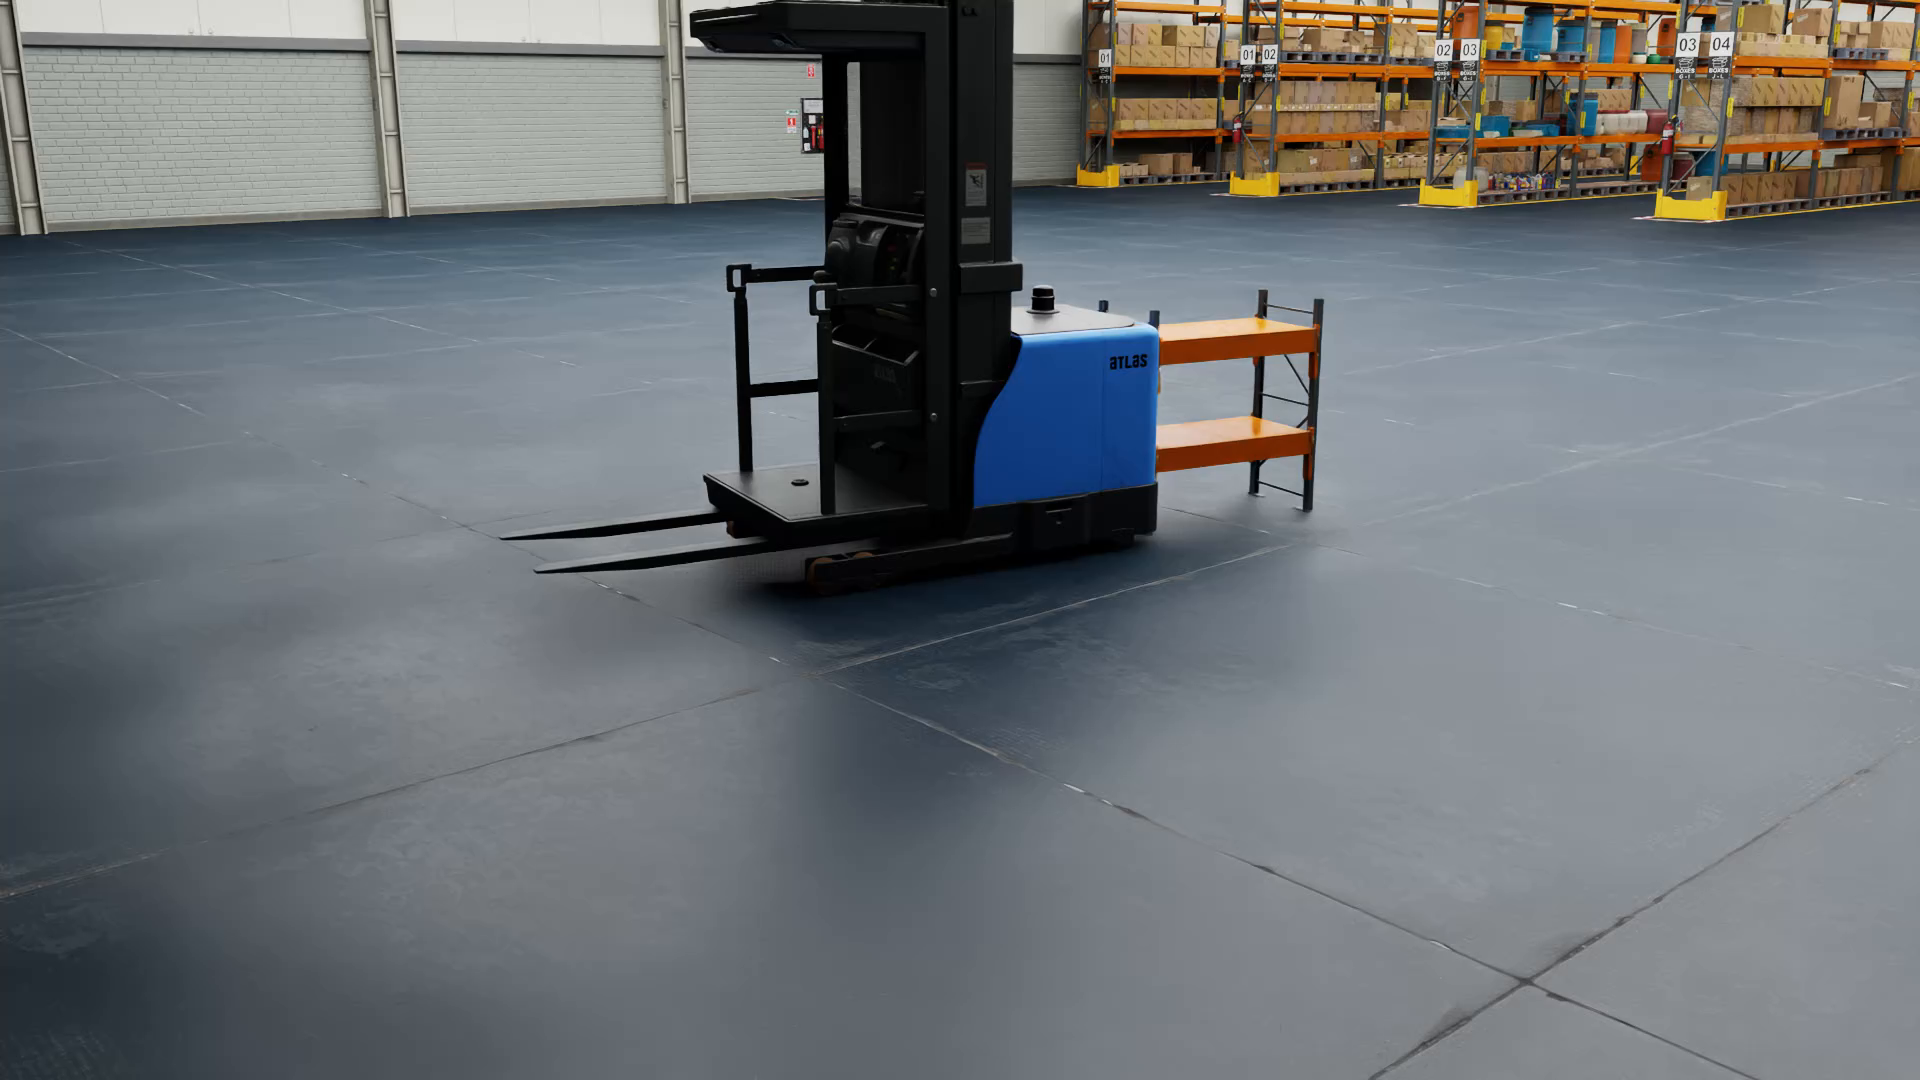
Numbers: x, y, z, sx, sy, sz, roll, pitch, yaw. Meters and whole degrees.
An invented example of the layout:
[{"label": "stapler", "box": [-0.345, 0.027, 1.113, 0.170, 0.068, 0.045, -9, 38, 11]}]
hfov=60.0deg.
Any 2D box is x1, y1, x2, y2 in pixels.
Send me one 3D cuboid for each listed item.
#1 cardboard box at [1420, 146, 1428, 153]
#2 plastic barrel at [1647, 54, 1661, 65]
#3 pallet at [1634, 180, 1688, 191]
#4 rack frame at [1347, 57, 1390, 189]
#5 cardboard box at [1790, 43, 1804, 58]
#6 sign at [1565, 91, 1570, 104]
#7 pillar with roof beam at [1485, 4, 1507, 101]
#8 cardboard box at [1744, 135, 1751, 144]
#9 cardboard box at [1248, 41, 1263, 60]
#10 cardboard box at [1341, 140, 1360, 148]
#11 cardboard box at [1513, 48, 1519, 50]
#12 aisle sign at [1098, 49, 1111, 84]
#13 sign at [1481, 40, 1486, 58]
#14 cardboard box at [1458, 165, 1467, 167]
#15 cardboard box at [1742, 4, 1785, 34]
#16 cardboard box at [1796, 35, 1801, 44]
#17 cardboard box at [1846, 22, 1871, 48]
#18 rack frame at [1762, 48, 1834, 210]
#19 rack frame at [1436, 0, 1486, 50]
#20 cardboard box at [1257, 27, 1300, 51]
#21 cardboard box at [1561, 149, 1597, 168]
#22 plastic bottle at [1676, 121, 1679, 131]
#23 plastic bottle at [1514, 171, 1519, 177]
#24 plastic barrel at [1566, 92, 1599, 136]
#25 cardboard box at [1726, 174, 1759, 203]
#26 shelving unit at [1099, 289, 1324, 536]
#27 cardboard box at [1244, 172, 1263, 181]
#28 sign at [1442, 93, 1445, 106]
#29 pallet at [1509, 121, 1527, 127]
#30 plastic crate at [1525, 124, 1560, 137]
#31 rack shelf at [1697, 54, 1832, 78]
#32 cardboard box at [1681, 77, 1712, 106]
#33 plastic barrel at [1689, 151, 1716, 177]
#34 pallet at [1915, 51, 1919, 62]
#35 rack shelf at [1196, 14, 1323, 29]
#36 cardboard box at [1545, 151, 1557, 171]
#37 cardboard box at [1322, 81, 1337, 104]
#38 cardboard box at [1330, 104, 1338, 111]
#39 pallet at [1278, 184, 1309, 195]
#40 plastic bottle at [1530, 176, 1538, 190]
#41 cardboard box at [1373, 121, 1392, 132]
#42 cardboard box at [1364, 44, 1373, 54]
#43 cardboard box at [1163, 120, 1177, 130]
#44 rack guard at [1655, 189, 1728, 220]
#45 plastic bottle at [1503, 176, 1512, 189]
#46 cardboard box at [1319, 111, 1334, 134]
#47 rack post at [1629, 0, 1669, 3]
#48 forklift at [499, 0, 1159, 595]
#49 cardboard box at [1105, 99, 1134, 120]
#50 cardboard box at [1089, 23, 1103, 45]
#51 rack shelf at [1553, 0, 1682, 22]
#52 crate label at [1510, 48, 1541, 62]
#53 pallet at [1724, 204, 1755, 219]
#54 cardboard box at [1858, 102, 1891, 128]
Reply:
[{"label": "cardboard box", "box": [13.382, -11.343, 48.933, 0.500, 0.500, 0.700, -13, 20, -40]}, {"label": "plastic barrel", "box": [15.703, -10.873, 37.630, 0.294, 0.245, 0.294, 0, 15, 0]}, {"label": "pallet", "box": [16.423, -8.345, 39.081, 1.213, 0.211, 1.003, -13, 19, -39]}, {"label": "rack frame", "box": [9.589, -9.838, 39.267, 0.127, 3.000, 1.000, -13, 19, -39]}, {"label": "cardboard box", "box": [15.135, -8.983, 30.547, 0.500, 0.250, 0.500, -13, 20, -40]}, {"label": "sign", "box": [15.991, -11.645, 43.789, 0.005, 0.325, 0.100, -13, 19, -39]}, {"label": "pillar with roof beam", "box": [19.682, -15.520, 48.916, 0.400, 9.000, 9.100, -13, 19, -39]}, {"label": "cardboard box", "box": [14.018, -7.236, 30.013, 0.250, 0.149, 0.380, -13, 19, -39]}, {"label": "cardboard box", "box": [7.730, -12.788, 43.491, 0.500, 0.500, 0.500, -14, 20, -41]}, {"label": "cardboard box", "box": [10.658, -10.889, 46.557, 0.750, 0.750, 0.750, -13, 20, -40]}, {"label": "cardboard box", "box": [13.691, -12.268, 42.358, 0.500, 0.500, 0.910, -13, 19, -39]}, {"label": "aisle sign", "box": [3.460, -11.309, 39.738, 0.004, 0.787, 0.394, -13, 19, -39]}, {"label": "sign", "box": [10.178, -9.541, 32.326, 0.005, 0.325, 0.100, -13, 19, -39]}, {"label": "cardboard box", "box": [12.370, -9.253, 41.593, 0.500, 0.250, 0.500, -12, 19, -38]}, {"label": "cardboard box", "box": [14.369, -9.312, 29.749, 0.500, 0.500, 0.500, -13, 20, -40]}, {"label": "cardboard box", "box": [15.205, -9.198, 30.580, 0.250, 0.149, 0.380, -12, 19, -37]}, {"label": "cardboard box", "box": [17.219, -9.830, 32.414, 0.637, 0.503, 0.797, -12, 19, -37]}, {"label": "rack frame", "box": [16.089, -7.908, 32.044, 0.127, 3.000, 1.000, -13, 19, -39]}, {"label": "rack frame", "box": [9.820, -11.093, 32.343, 0.127, 3.000, 1.000, -13, 19, -39]}, {"label": "cardboard box", "box": [7.008, -11.026, 36.619, 0.637, 0.503, 0.797, -11, 18, -36]}, {"label": "cardboard box", "box": [17.038, -10.519, 45.801, 0.637, 0.503, 0.797, -13, 19, -39]}, {"label": "plastic bottle", "box": [16.499, -9.513, 38.300, 0.097, 0.271, 0.097, 0, 15, 0]}, {"label": "plastic bottle", "box": [11.956, -7.749, 35.730, 0.185, 0.351, 0.144, -12, 19, -38]}, {"label": "plastic barrel", "box": [13.328, -9.121, 35.614, 0.708, 0.901, 0.600, -13, 19, -39]}, {"label": "cardboard box", "box": [14.467, -6.539, 30.947, 0.500, 0.500, 0.500, -10, 18, -34]}, {"label": "shelving unit", "box": [1.286, -0.686, 8.637, 1.048, 1.125, 0.538, -8, 17, -27]}, {"label": "cardboard box", "box": [6.782, -8.183, 37.586, 0.500, 0.250, 0.500, -13, 19, -39]}, {"label": "sign", "box": [12.243, -11.140, 42.054, 0.005, 0.325, 0.100, -13, 19, -39]}, {"label": "pallet", "box": [14.071, -10.753, 43.065, 1.213, 0.211, 1.003, -13, 19, -39]}, {"label": "plastic crate", "box": [12.181, -8.560, 34.774, 0.616, 0.251, 0.499, -13, 19, -39]}, {"label": "rack shelf", "box": [14.580, -8.671, 30.482, 4.000, 0.370, 1.077, -13, 19, -39]}, {"label": "cardboard box", "box": [13.324, -8.047, 29.856, 0.500, 0.500, 0.500, -13, 19, -39]}, {"label": "plastic barrel", "box": [17.917, -9.208, 40.163, 0.708, 0.901, 0.600, -13, 19, -39]}, {"label": "pallet", "box": [19.557, -10.063, 34.666, 1.003, 0.211, 1.213, -12, 19, -37]}, {"label": "rack shelf", "box": [7.843, -13.498, 43.514, 4.000, 0.370, 1.077, -13, 19, -39]}, {"label": "cardboard box", "box": [15.440, -10.058, 44.084, 0.500, 0.500, 0.500, -13, 20, -40]}, {"label": "cardboard box", "box": [8.123, -10.181, 37.846, 0.500, 0.500, 0.700, -13, 19, -39]}, {"label": "cardboard box", "box": [8.367, -9.851, 37.867, 0.250, 0.149, 0.380, -12, 19, -38]}, {"label": "pallet", "box": [7.121, -7.951, 37.605, 1.213, 0.211, 1.003, -13, 19, -39]}, {"label": "plastic bottle", "box": [12.028, -7.490, 34.904, 0.135, 0.276, 0.152, -12, 19, -38]}, {"label": "cardboard box", "box": [9.932, -9.857, 39.630, 0.500, 0.250, 0.500, -11, 19, -36]}, {"label": "cardboard box", "box": [11.256, -13.632, 46.613, 0.500, 0.500, 0.700, -13, 20, -40]}, {"label": "cardboard box", "box": [5.047, -10.343, 41.410, 0.500, 0.250, 0.500, -12, 19, -39]}, {"label": "rack guard", "box": [13.129, -6.036, 29.878, 0.348, 0.500, 1.175, -13, 19, -39]}, {"label": "plastic bottle", "box": [11.610, -7.585, 35.258, 0.135, 0.276, 0.152, -13, 19, -39]}, {"label": "cardboard box", "box": [8.098, -9.548, 37.988, 0.500, 0.500, 0.700, -12, 19, -38]}, {"label": "rack post", "box": [14.267, -12.218, 36.166, 3.121, 1.000, 1.013, -13, 19, -39]}, {"label": "forklift", "box": [-0.578, -1.328, 7.540, 3.031, 2.935, 1.130, -8, 17, -27]}, {"label": "cardboard box", "box": [3.874, -10.446, 40.342, 0.500, 0.500, 0.500, -13, 19, -39]}, {"label": "cardboard box", "box": [3.471, -12.238, 40.270, 0.500, 0.500, 0.500, -12, 19, -37]}, {"label": "rack shelf", "box": [14.347, -11.569, 36.293, 4.000, 0.370, 1.077, -13, 19, -39]}, {"label": "crate label", "box": [11.449, -9.825, 33.696, 0.408, 0.251, 0.502, -13, 19, -39]}, {"label": "pallet", "box": [13.765, -6.027, 30.405, 1.213, 0.211, 1.003, -13, 19, -39]}, {"label": "cardboard box", "box": [18.370, -8.624, 33.716, 0.500, 0.500, 0.700, -9, 18, -31]}]
